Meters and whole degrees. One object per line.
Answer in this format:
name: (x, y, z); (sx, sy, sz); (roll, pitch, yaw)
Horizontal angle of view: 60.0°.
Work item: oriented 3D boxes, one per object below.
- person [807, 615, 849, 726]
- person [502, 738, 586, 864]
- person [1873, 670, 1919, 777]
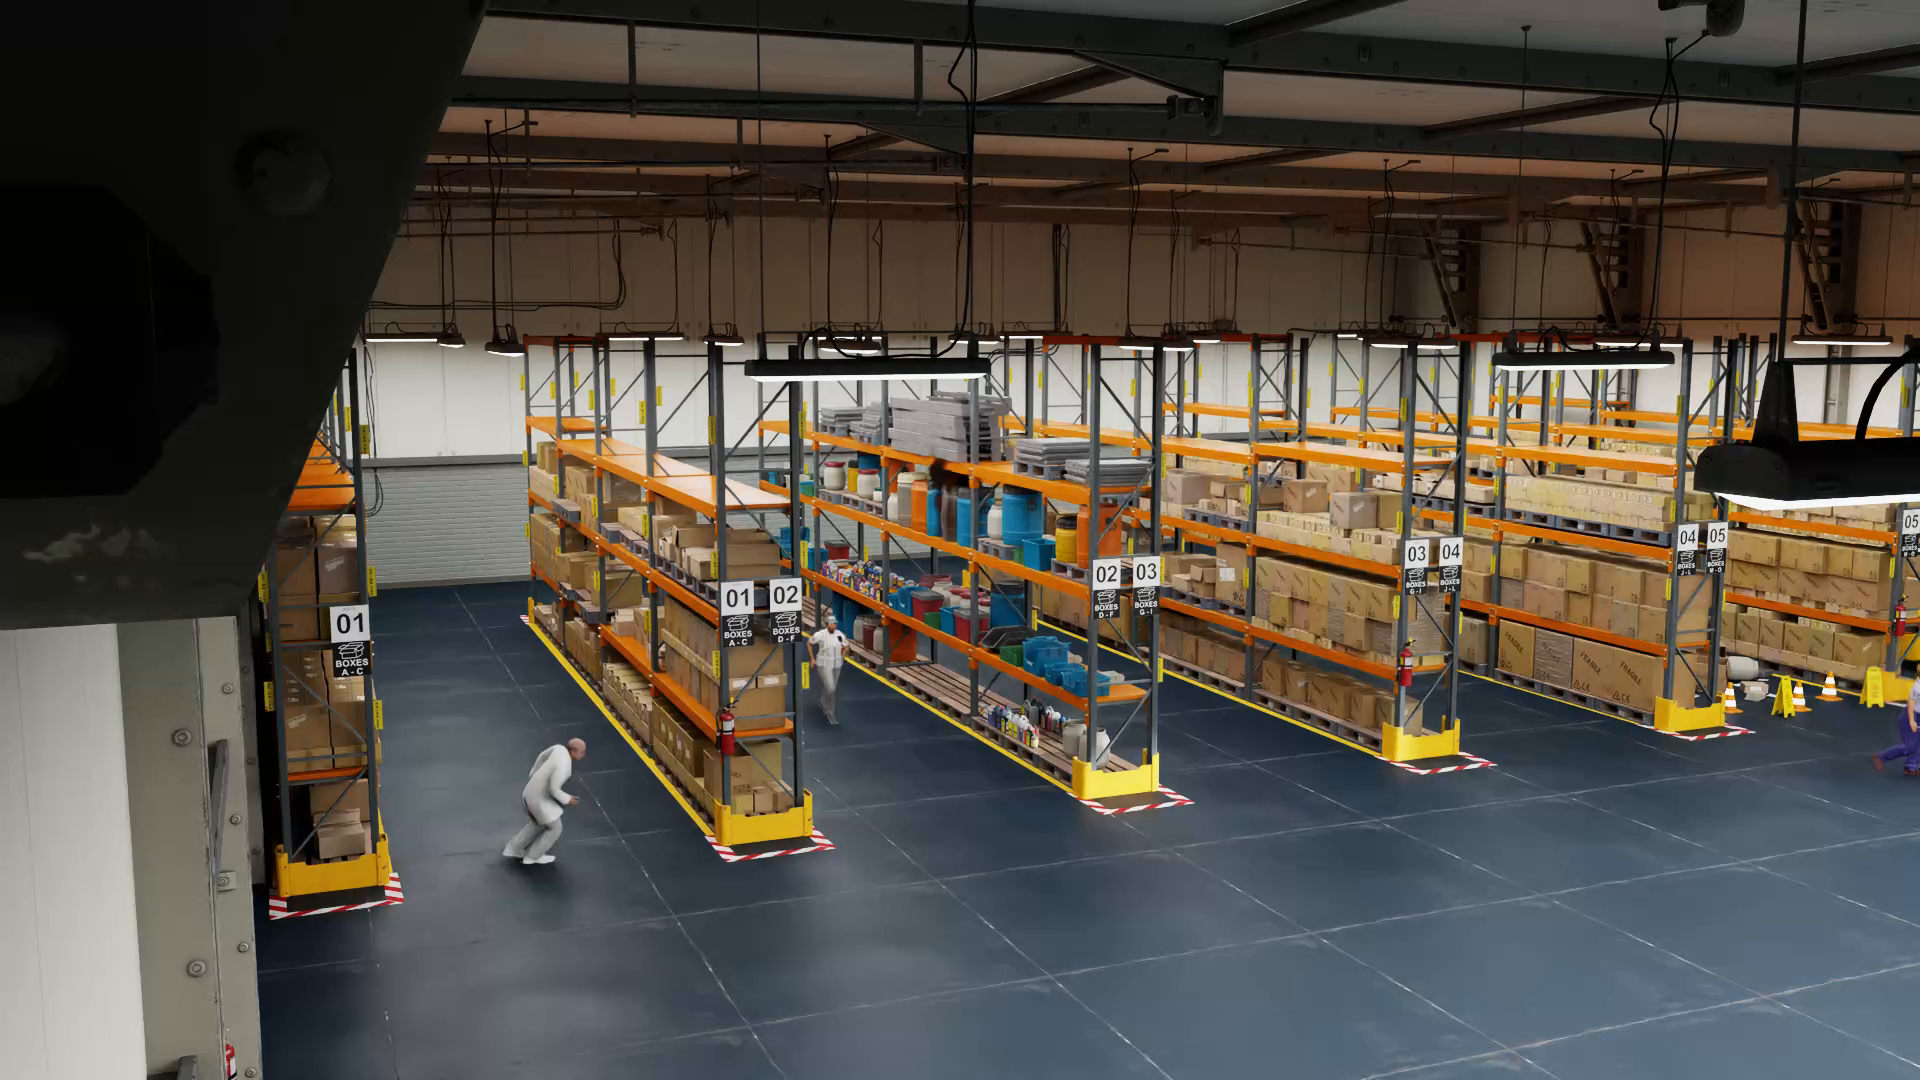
person: (-2.061, 2.029, 26.236); (0.586, 1.725, 0.839); (-5, 9, -34)
person: (-4.824, 3.040, 19.285); (0.947, 1.502, 0.734); (-3, 8, -22)
person: (13.150, 2.482, 23.133); (0.686, 1.585, 0.646); (5, 9, 35)
